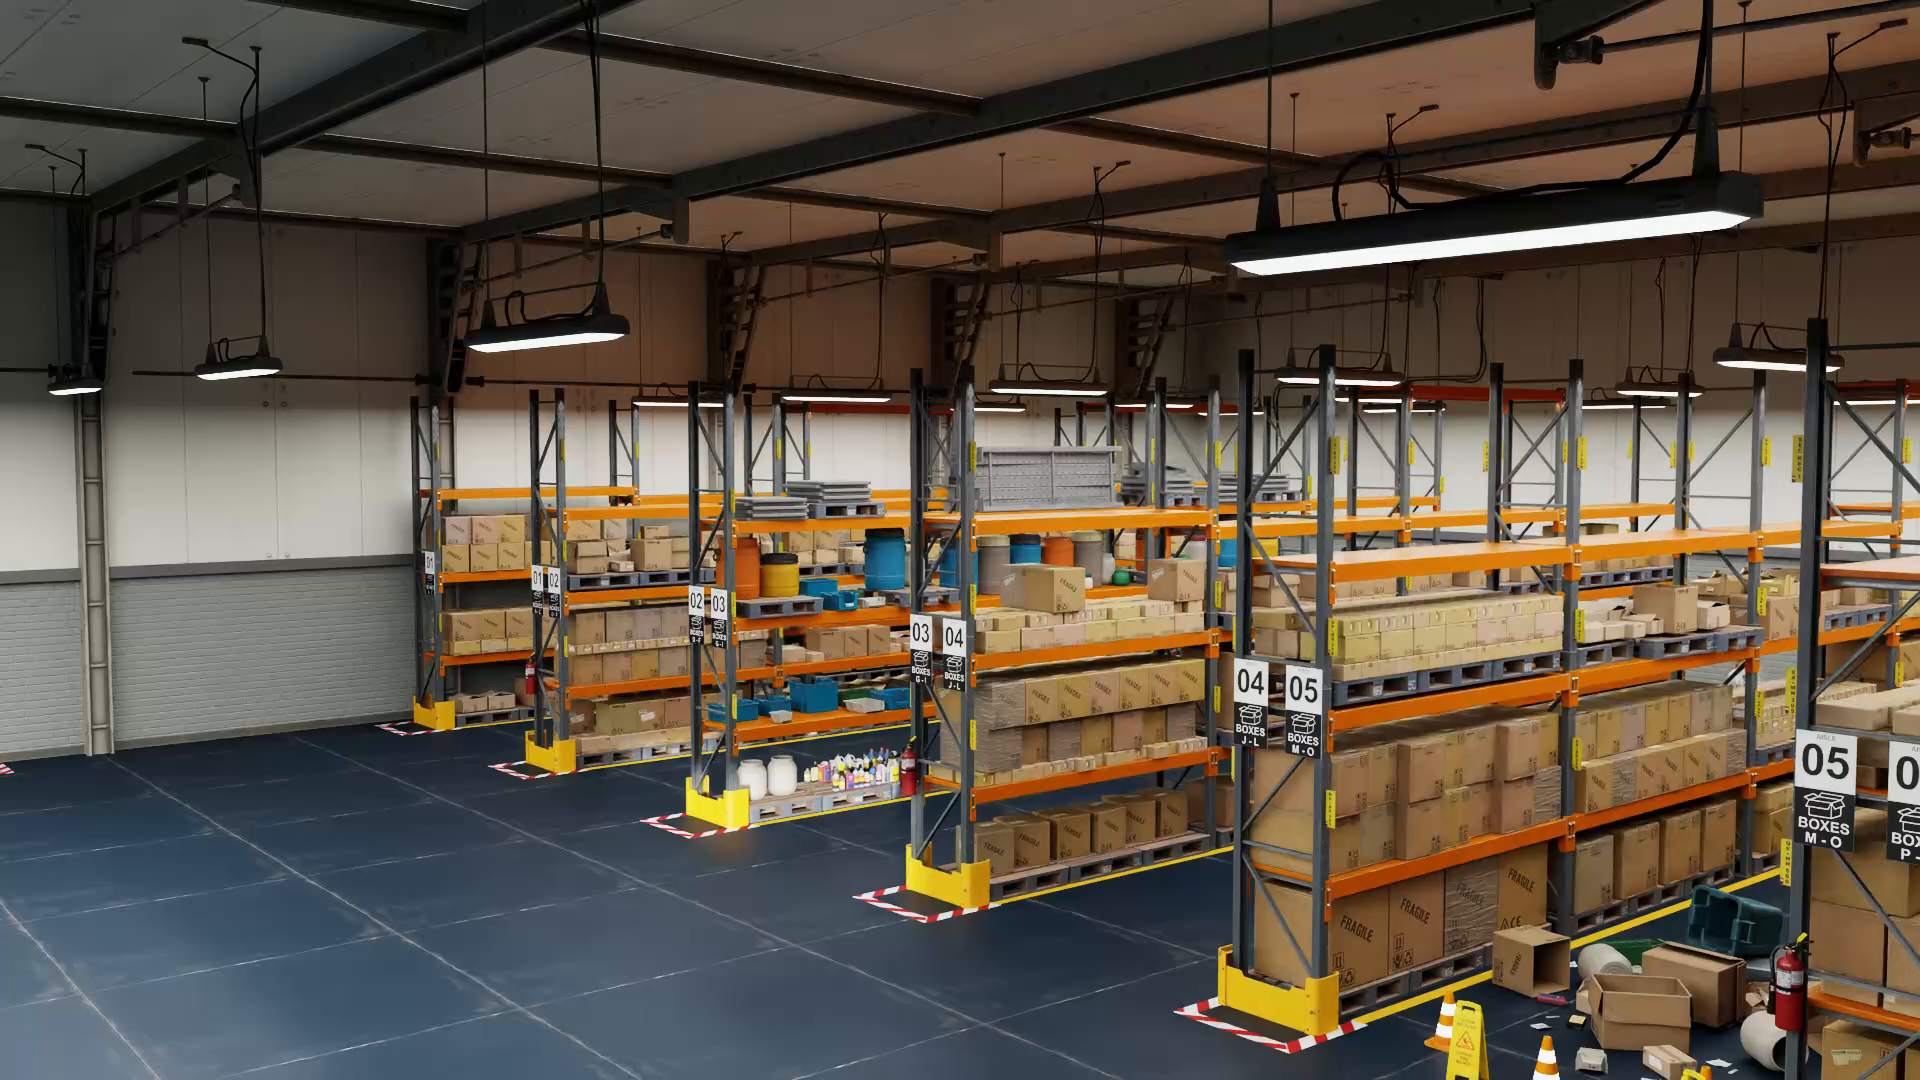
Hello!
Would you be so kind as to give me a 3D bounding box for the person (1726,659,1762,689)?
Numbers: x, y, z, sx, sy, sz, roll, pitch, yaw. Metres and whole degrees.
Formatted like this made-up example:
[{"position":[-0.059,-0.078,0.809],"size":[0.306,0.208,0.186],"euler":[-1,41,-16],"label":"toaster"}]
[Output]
[{"position":[12.918,2.713,27.449],"size":[0.874,1.705,0.626],"euler":[-3,4,-39],"label":"person"}]
